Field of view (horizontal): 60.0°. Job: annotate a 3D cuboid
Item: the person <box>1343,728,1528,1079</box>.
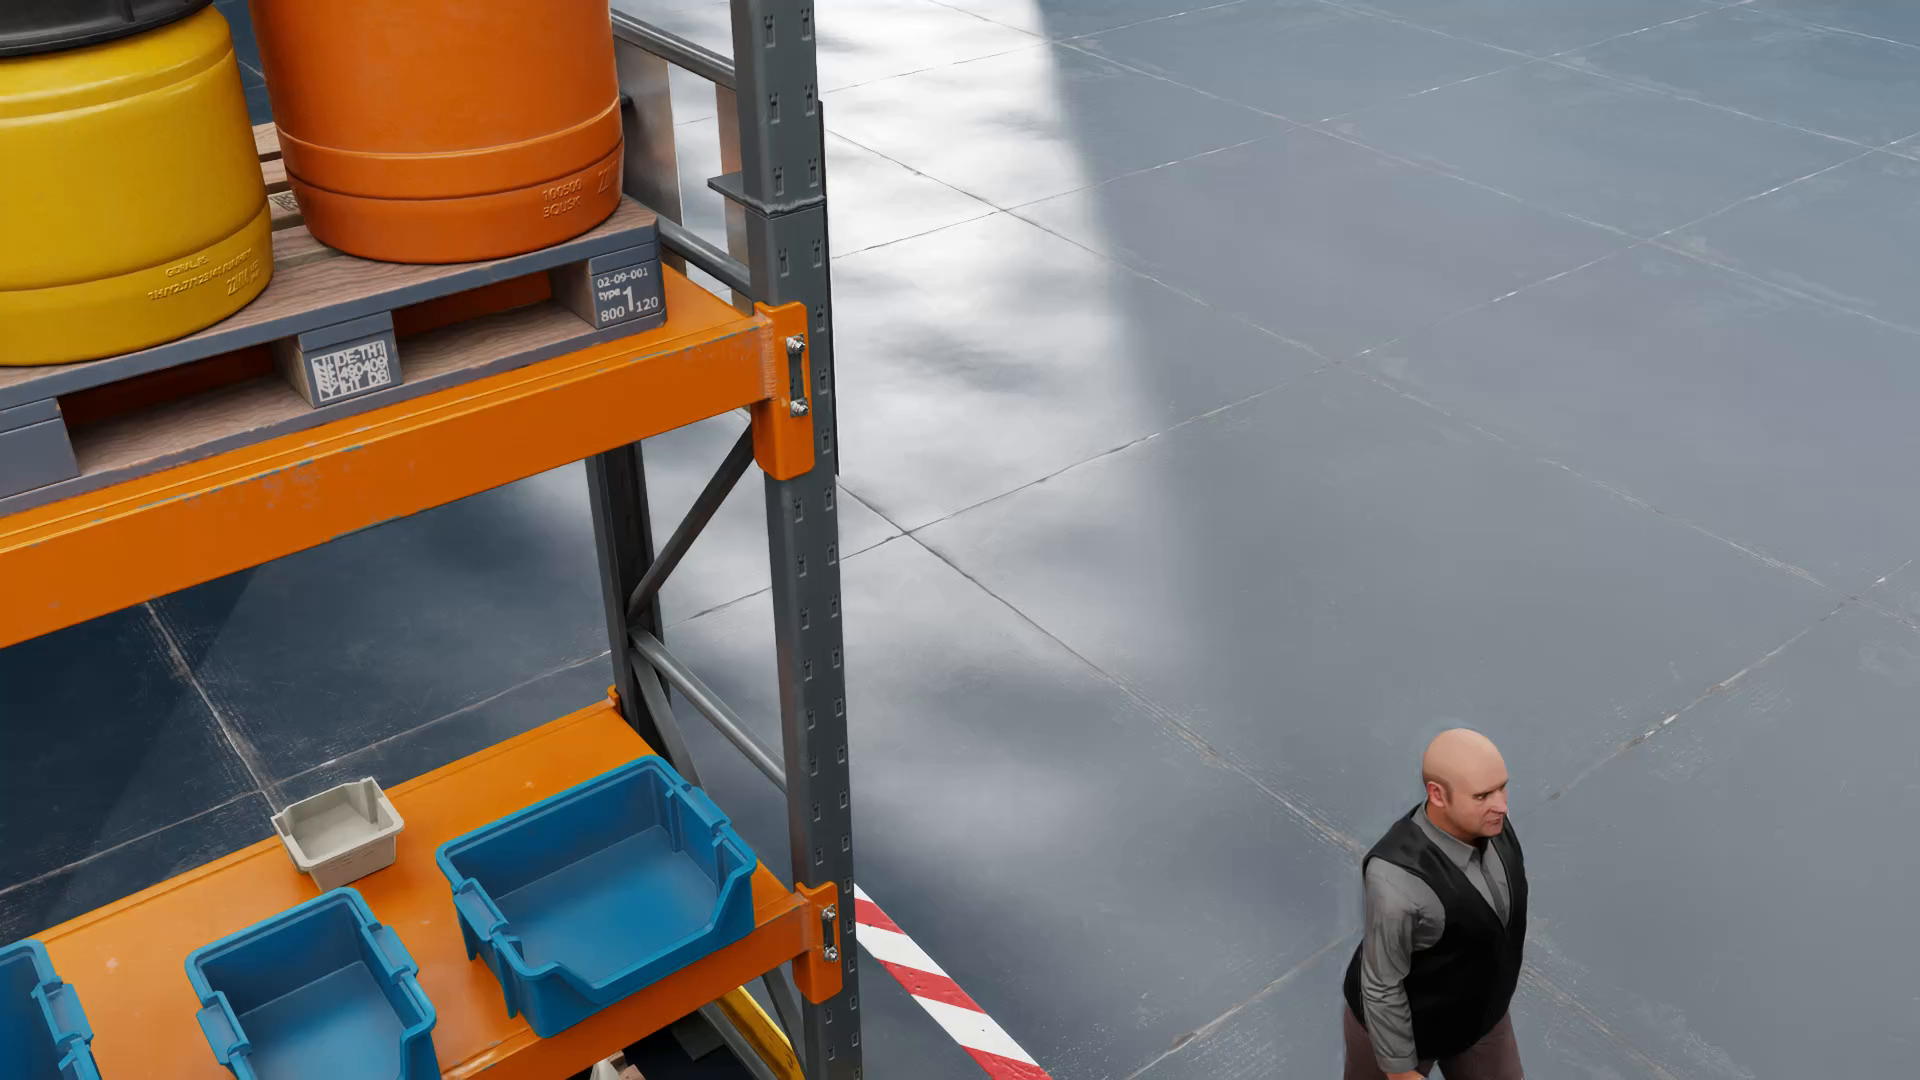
[{"bbox_3d":[1.192,1.233,4.209,0.579,1.784,0.633,-24,39,-33],"label":"person"}]
